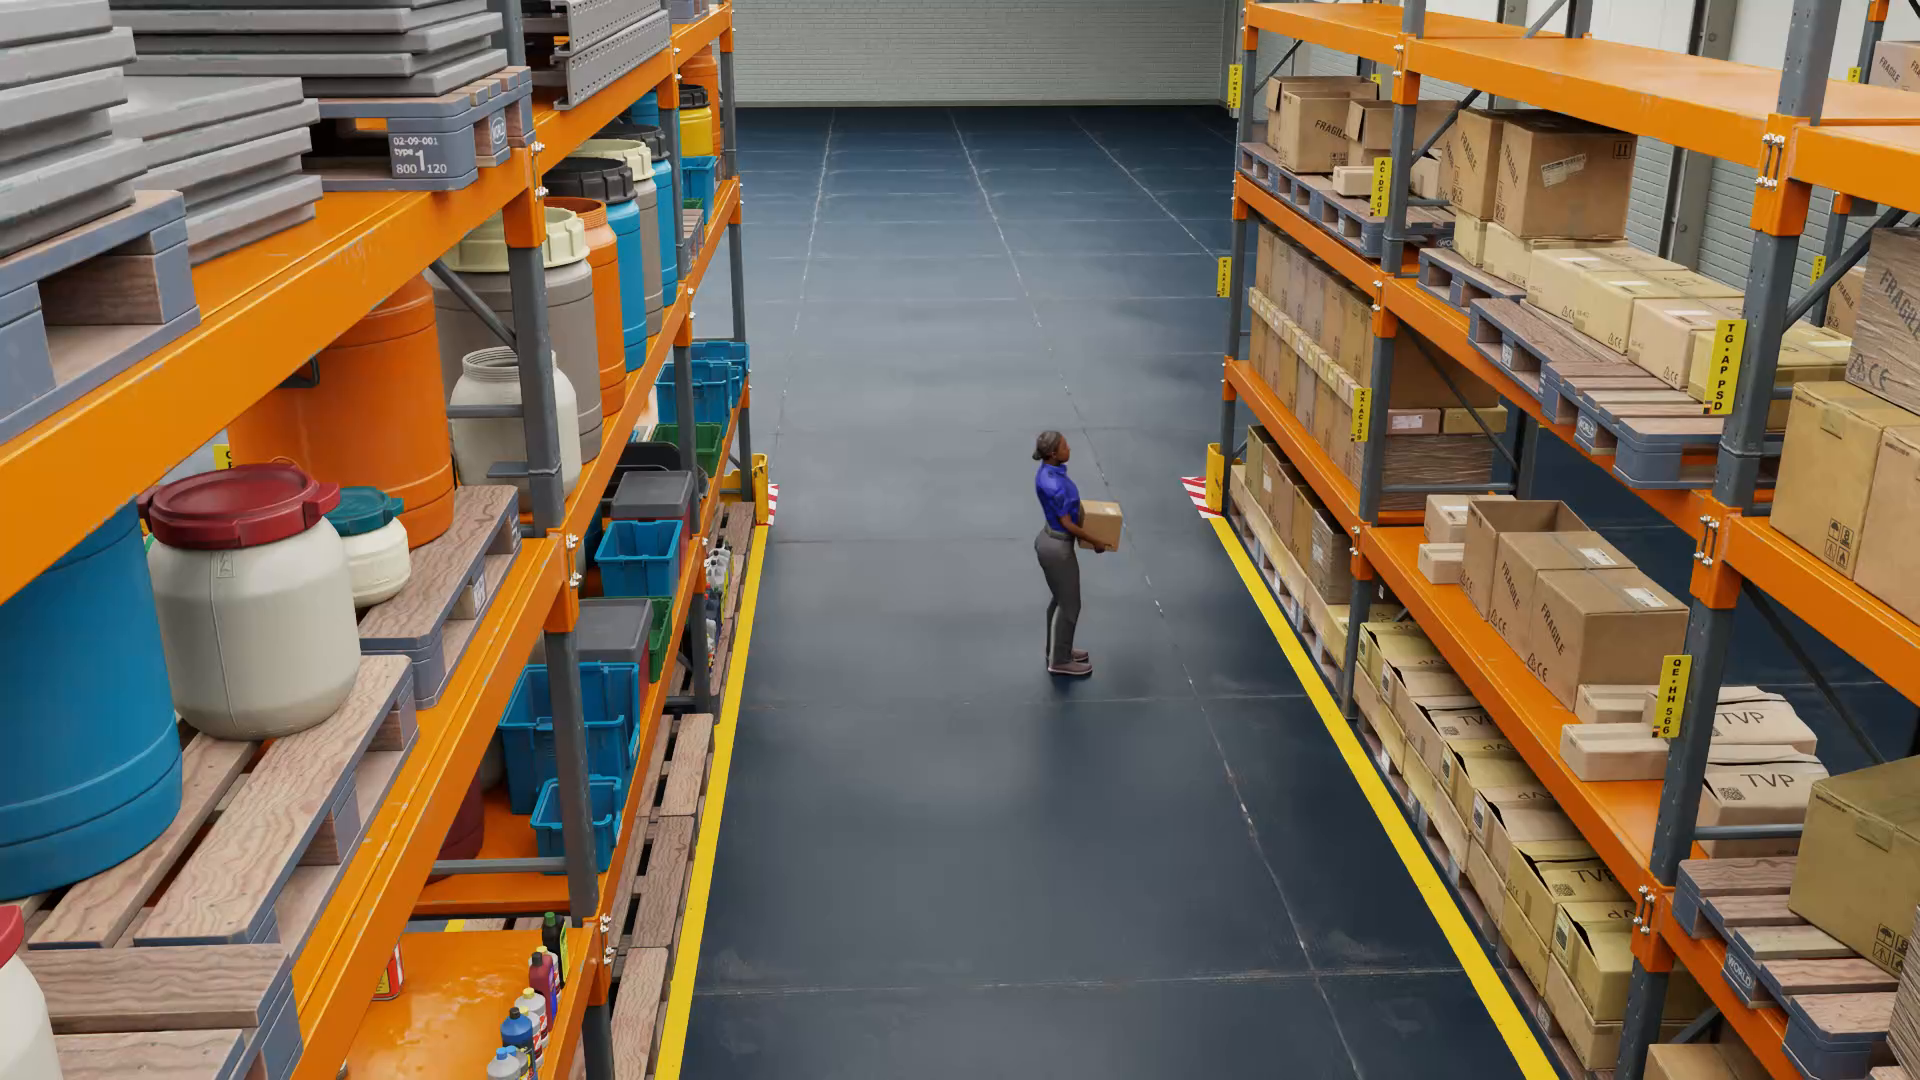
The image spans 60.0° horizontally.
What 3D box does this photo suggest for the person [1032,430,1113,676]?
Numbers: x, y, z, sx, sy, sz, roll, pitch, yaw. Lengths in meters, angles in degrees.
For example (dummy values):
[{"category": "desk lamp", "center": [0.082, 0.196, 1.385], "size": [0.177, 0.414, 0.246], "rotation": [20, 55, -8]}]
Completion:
[{"category": "person", "center": [0.724, 0.073, 10.905], "size": [0.523, 1.647, 0.450], "rotation": [-1, 21, -2]}]
